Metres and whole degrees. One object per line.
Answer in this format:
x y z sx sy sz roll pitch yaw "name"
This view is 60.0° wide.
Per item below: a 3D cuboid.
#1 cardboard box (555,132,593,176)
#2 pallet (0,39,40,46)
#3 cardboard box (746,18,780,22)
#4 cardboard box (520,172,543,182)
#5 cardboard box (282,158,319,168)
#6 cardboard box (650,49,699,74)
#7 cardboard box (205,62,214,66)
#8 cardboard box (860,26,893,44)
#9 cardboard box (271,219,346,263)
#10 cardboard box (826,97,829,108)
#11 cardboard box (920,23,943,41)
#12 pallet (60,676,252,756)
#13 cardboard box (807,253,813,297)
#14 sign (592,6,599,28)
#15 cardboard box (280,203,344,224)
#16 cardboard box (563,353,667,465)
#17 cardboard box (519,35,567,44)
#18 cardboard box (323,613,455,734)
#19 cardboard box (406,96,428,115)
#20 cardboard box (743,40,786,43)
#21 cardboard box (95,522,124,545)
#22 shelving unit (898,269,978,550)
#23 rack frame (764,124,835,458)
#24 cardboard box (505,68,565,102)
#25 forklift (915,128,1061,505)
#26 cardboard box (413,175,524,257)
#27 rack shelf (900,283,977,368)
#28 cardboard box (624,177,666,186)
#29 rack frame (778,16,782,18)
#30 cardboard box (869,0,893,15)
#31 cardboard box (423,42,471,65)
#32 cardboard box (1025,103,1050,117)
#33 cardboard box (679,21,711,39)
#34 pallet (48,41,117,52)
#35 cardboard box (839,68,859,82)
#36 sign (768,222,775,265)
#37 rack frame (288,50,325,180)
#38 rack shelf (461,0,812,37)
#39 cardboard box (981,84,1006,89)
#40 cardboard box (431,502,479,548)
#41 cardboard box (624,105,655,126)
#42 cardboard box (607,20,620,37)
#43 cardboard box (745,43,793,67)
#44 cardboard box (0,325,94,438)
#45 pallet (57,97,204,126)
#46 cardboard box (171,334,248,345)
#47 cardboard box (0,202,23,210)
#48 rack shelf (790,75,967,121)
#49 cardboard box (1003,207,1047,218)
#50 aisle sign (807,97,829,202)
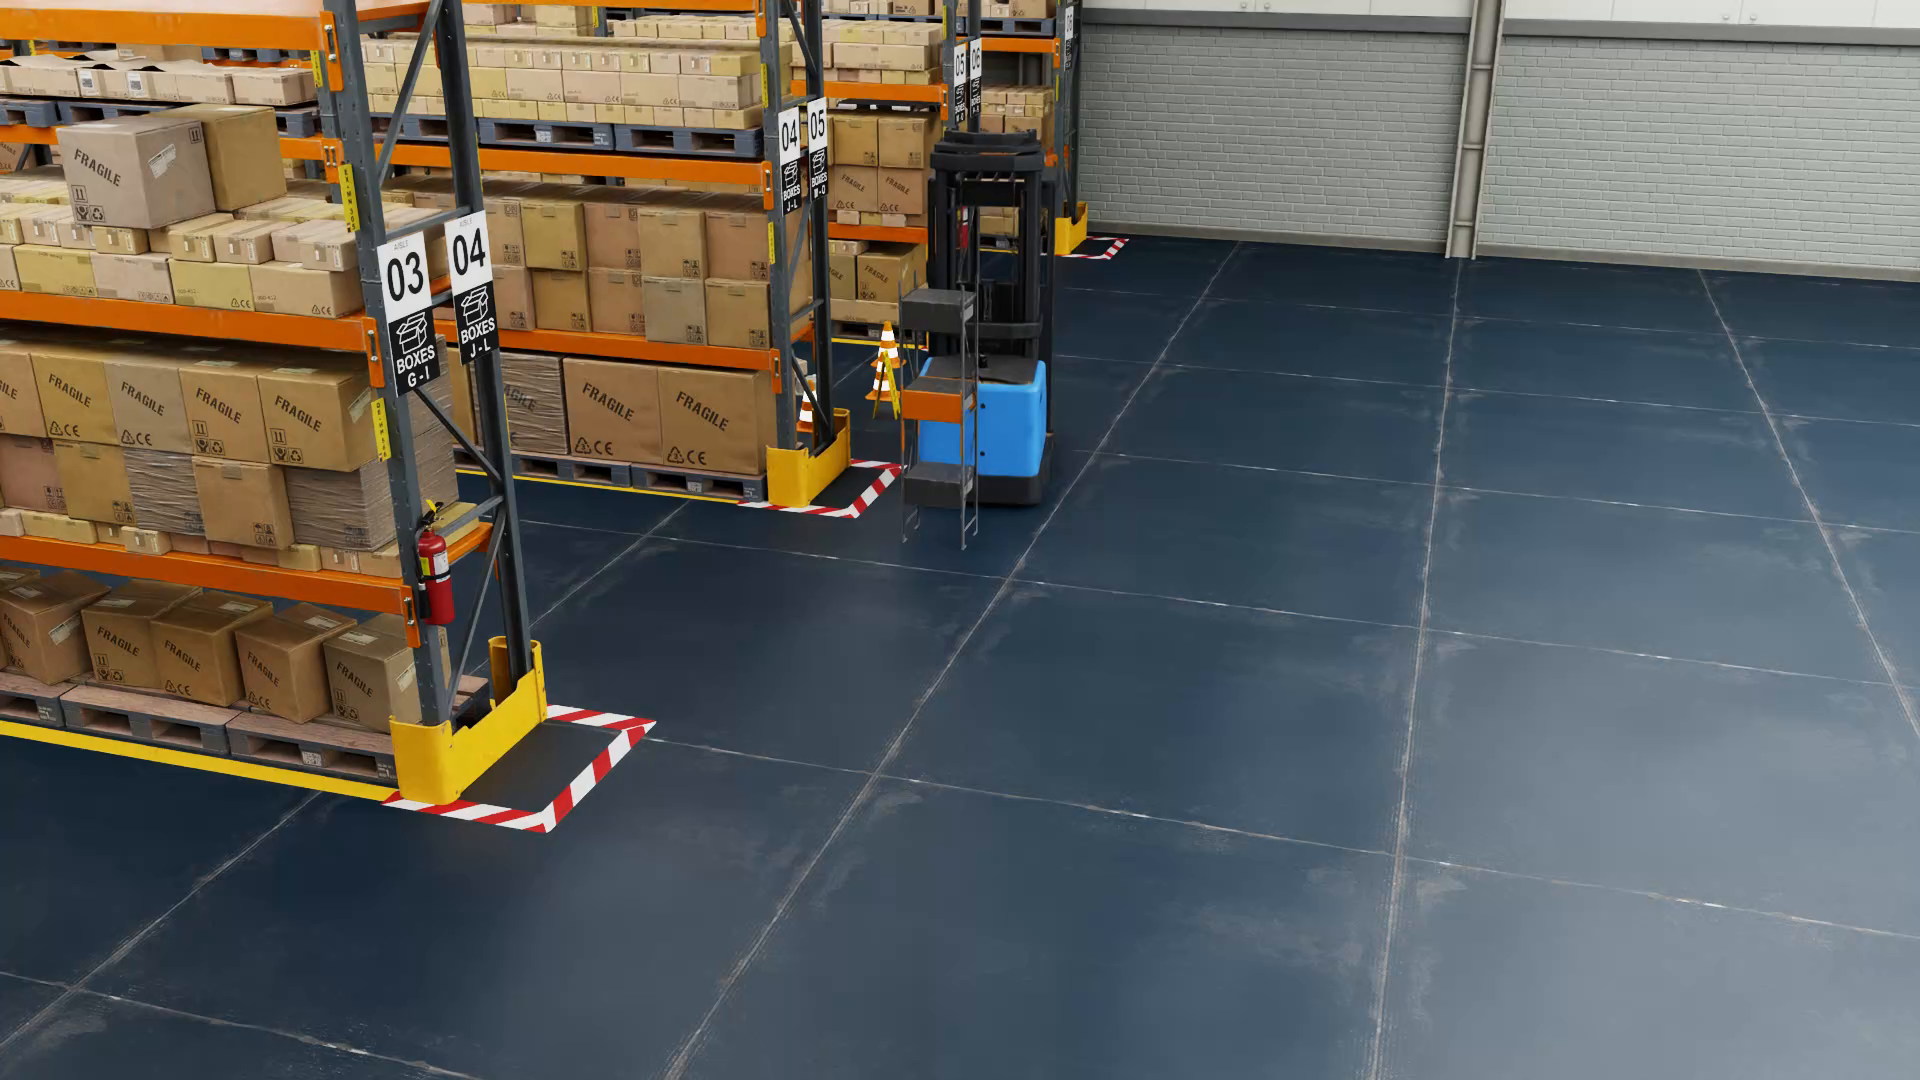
-4.316 -4.475 19.055 0.500 0.500 0.500 6 23 15 "cardboard box"
-12.246 -6.447 21.104 1.213 0.211 1.003 7 23 15 "pallet"
-2.179 -5.697 18.439 0.250 0.149 0.380 7 23 16 "cardboard box"
-4.884 -4.214 19.274 0.250 0.149 0.380 6 23 15 "cardboard box"
-8.174 -4.691 20.197 0.500 0.250 0.500 6 23 15 "cardboard box"
-2.215 -3.732 12.964 0.250 0.149 0.380 7 23 16 "cardboard box"
-6.870 -4.168 14.924 0.258 0.266 0.396 7 23 16 "cardboard box"
-0.872 -5.325 17.532 0.250 0.149 0.380 6 23 15 "cardboard box"
-3.411 -1.582 8.798 0.250 0.149 0.380 6 23 14 "cardboard box"
-1.899 -6.122 23.160 0.250 0.149 0.380 7 23 17 "cardboard box"
-0.259 -5.445 17.824 0.250 0.149 0.380 6 23 15 "cardboard box"
-4.845 0.955 10.569 1.213 0.211 1.003 7 23 16 "pallet"
-1.802 -3.067 18.782 0.500 0.500 0.500 6 23 14 "cardboard box"
-3.964 -5.737 18.055 0.005 0.325 0.100 7 23 16 "sign"
-3.535 -1.754 9.219 0.250 0.149 0.380 6 23 15 "cardboard box"
-2.822 -1.239 14.489 0.875 0.875 0.875 6 23 15 "cardboard box"
-3.490 -4.138 13.954 0.250 0.149 0.380 6 23 15 "cardboard box"
-3.433 0.797 10.020 0.500 0.500 0.500 11 25 25 "cardboard box"
-4.403 -3.613 13.725 0.250 0.149 0.380 6 23 15 "cardboard box"
-2.009 -5.271 17.925 0.500 0.250 0.500 7 23 16 "cardboard box"
-4.858 -0.110 9.821 0.250 0.149 0.380 7 23 16 "cardboard box"
-0.158 -0.990 12.821 0.503 2.100 0.431 7 23 16 "shelving unit"
-1.311 -1.882 13.810 0.127 3.000 1.000 7 23 16 "rack frame"
-3.301 -3.696 13.402 0.500 0.250 0.500 7 23 16 "cardboard box"
0.295 -2.170 14.602 1.130 2.935 3.031 2 22 6 "forklift"
-4.237 -2.818 14.472 0.550 0.550 0.875 7 23 16 "cardboard box"
-0.158 -1.625 12.560 0.480 0.518 0.431 7 23 16 "rack shelf"
-3.466 -4.164 18.850 0.500 0.500 0.500 6 23 15 "cardboard box"
-2.377 -5.934 23.688 0.127 3.000 1.000 7 23 16 "rack frame"
-1.044 -7.227 22.380 0.258 0.266 0.396 6 23 14 "cardboard box"
-4.160 -3.955 13.506 0.250 0.149 0.380 6 23 15 "cardboard box"
1.040 -5.778 22.321 0.250 0.149 0.380 7 23 16 "cardboard box"
-2.848 -5.528 18.028 0.250 0.149 0.380 6 23 15 "cardboard box"
-10.574 -6.223 20.694 1.217 0.209 0.805 6 23 13 "pallet"
-1.115 -5.009 17.813 0.250 0.149 0.380 7 23 16 "cardboard box"
-1.481 -2.331 13.068 0.005 0.325 0.100 7 23 16 "sign"
-7.637 -4.568 20.359 0.127 3.000 1.000 7 23 16 "rack frame"
-3.225 -4.359 13.418 4.000 0.370 1.077 7 23 16 "rack shelf"
0.463 -6.191 22.936 0.250 0.149 0.380 7 23 16 "cardboard box"
-3.044 -0.092 9.778 0.250 0.149 0.380 7 23 16 "cardboard box"
-2.456 -3.391 13.182 0.250 0.149 0.380 7 23 16 "cardboard box"
-4.251 -5.852 19.181 0.500 0.250 0.500 6 23 14 "cardboard box"
-1.538 -3.915 13.409 0.250 0.149 0.380 7 23 16 "cardboard box"
-5.355 -0.925 9.635 0.500 0.500 0.500 7 23 16 "cardboard box"
-7.266 -3.886 14.993 1.213 0.211 1.003 8 24 18 "pallet"
-4.244 -1.008 9.839 0.500 0.500 0.500 7 23 16 "cardboard box"
-5.442 -1.770 9.258 0.250 0.149 0.380 6 23 15 "cardboard box"
-1.892 -4.965 18.323 4.000 0.370 1.077 7 23 16 "rack shelf"
0.896 -4.588 22.819 0.500 0.250 0.500 6 23 15 "cardboard box"
-1.156 -3.186 13.563 0.004 0.787 0.394 7 23 16 "aisle sign"
